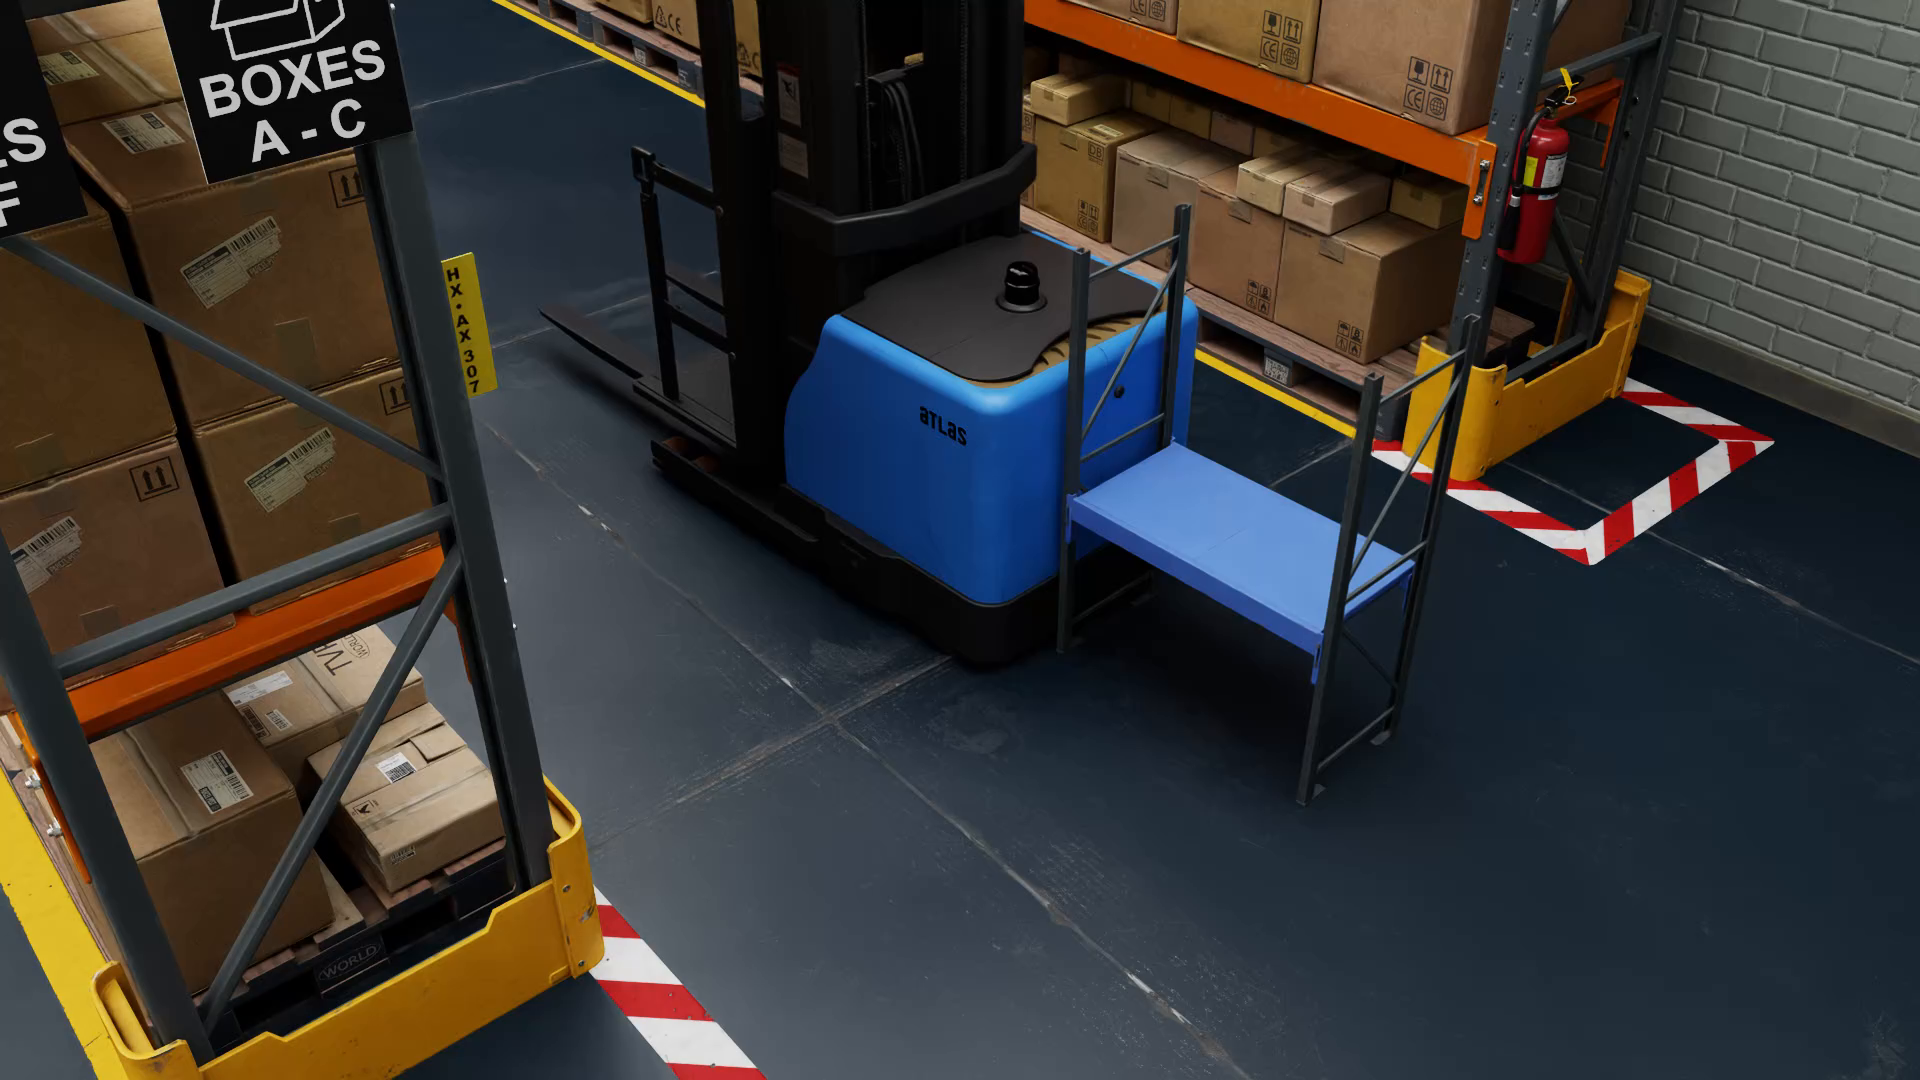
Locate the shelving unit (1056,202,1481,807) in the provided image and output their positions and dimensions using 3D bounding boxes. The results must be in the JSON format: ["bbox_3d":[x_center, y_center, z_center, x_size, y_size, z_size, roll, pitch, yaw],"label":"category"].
[{"bbox_3d":[0.872,-0.111,5.110,0.538,1.500,1.048,-29,44,-34],"label":"shelving unit"}]

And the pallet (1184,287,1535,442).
[{"bbox_3d":[1.736,-0.929,7.379,1.003,0.211,1.213,-26,43,-32],"label":"pallet"}]

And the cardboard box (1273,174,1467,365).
[{"bbox_3d":[1.783,-1.166,7.101,0.700,0.500,0.500,-26,43,-32],"label":"cardboard box"}]

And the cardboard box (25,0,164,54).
[{"bbox_3d":[-2.217,-1.088,4.239,0.500,0.500,0.500,-25,42,-31],"label":"cardboard box"}]

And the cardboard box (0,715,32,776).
[{"bbox_3d":[-2.599,0.470,4.990,0.500,0.250,0.500,-26,43,-32],"label":"cardboard box"}]

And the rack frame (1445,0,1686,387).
[{"bbox_3d":[2.312,-1.743,6.116,1.000,3.000,0.127,-26,43,-32],"label":"rack frame"}]

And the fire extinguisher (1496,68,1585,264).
[{"bbox_3d":[2.056,-1.321,5.909,0.296,0.674,0.183,-26,43,-32],"label":"fire extinguisher"}]

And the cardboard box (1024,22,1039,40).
[{"bbox_3d":[0.193,-2.695,8.698,0.380,0.149,0.250,-26,43,-32],"label":"cardboard box"}]

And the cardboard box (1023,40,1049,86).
[{"bbox_3d":[0.216,-2.337,8.193,0.380,0.149,0.250,-24,42,-30],"label":"cardboard box"}]

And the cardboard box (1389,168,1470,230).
[{"bbox_3d":[2.017,-1.450,6.941,0.380,0.149,0.250,-26,43,-31],"label":"cardboard box"}]

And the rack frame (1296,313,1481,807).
[{"bbox_3d":[1.224,0.101,4.810,0.500,1.500,0.032,-29,44,-34],"label":"rack frame"}]

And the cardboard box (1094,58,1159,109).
[{"bbox_3d":[0.867,-2.235,8.048,0.380,0.149,0.250,-26,43,-31],"label":"cardboard box"}]

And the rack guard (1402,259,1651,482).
[{"bbox_3d":[2.327,-0.712,6.823,1.175,0.500,0.348,-26,43,-32],"label":"rack guard"}]

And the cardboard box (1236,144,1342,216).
[{"bbox_3d":[1.396,-1.532,7.056,0.380,0.149,0.250,-25,42,-31],"label":"cardboard box"}]

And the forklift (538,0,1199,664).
[{"bbox_3d":[-0.570,-1.541,5.889,1.130,2.935,3.031,-29,44,-34],"label":"forklift"}]

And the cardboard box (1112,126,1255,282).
[{"bbox_3d":[1.135,-1.609,7.726,0.700,0.500,0.500,-28,44,-33],"label":"cardboard box"}]

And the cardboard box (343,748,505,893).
[{"bbox_3d":[-1.478,0.777,4.644,0.380,0.149,0.250,-26,43,-32],"label":"cardboard box"}]

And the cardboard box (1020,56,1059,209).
[{"bbox_3d":[0.456,-2.069,8.375,0.700,0.500,0.500,-26,43,-32],"label":"cardboard box"}]

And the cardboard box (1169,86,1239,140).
[{"bbox_3d":[1.197,-2.009,7.730,0.380,0.149,0.250,-26,43,-31],"label":"cardboard box"}]

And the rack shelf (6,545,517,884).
[{"bbox_3d":[-2.761,-0.483,4.959,1.077,0.370,4.000,-26,43,-32],"label":"rack shelf"}]

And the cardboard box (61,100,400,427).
[{"bbox_3d":[-1.555,-0.637,3.602,0.500,0.500,0.500,-25,42,-30],"label":"cardboard box"}]

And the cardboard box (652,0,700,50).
[{"bbox_3d":[-1.364,-3.433,9.999,0.750,0.750,0.750,-25,42,-30],"label":"cardboard box"}]

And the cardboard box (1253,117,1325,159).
[{"bbox_3d":[1.528,-1.784,7.412,0.380,0.149,0.250,-26,43,-31],"label":"cardboard box"}]

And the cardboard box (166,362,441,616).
[{"bbox_3d":[-1.555,-0.229,3.891,0.500,0.500,0.500,-25,42,-31],"label":"cardboard box"}]

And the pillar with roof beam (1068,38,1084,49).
[{"bbox_3d":[-2.446,-4.365,4.628,9.100,9.000,0.400,-26,43,-32],"label":"pillar with roof beam"}]

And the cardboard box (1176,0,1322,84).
[{"bbox_3d":[1.497,-2.404,6.789,0.980,0.700,0.700,-26,43,-32],"label":"cardboard box"}]

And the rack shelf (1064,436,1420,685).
[{"bbox_3d":[0.872,0.035,5.214,0.538,0.185,1.000,-29,44,-34],"label":"rack shelf"}]

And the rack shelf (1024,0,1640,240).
[{"bbox_3d":[1.021,-2.332,7.571,1.077,0.370,4.000,-26,43,-32],"label":"rack shelf"}]

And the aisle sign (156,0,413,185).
[{"bbox_3d":[-1.202,-1.034,2.865,0.394,0.787,0.004,-26,43,-32],"label":"aisle sign"}]

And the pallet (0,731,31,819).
[{"bbox_3d":[-2.818,0.321,5.615,1.003,0.211,1.213,-26,43,-32],"label":"pallet"}]

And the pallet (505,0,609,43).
[{"bbox_3d":[-2.400,-3.761,11.378,1.003,0.211,1.213,-26,43,-32],"label":"pallet"}]

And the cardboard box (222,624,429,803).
[{"bbox_3d":[-1.927,0.482,4.972,0.500,0.250,0.500,-26,43,-32],"label":"cardboard box"}]
